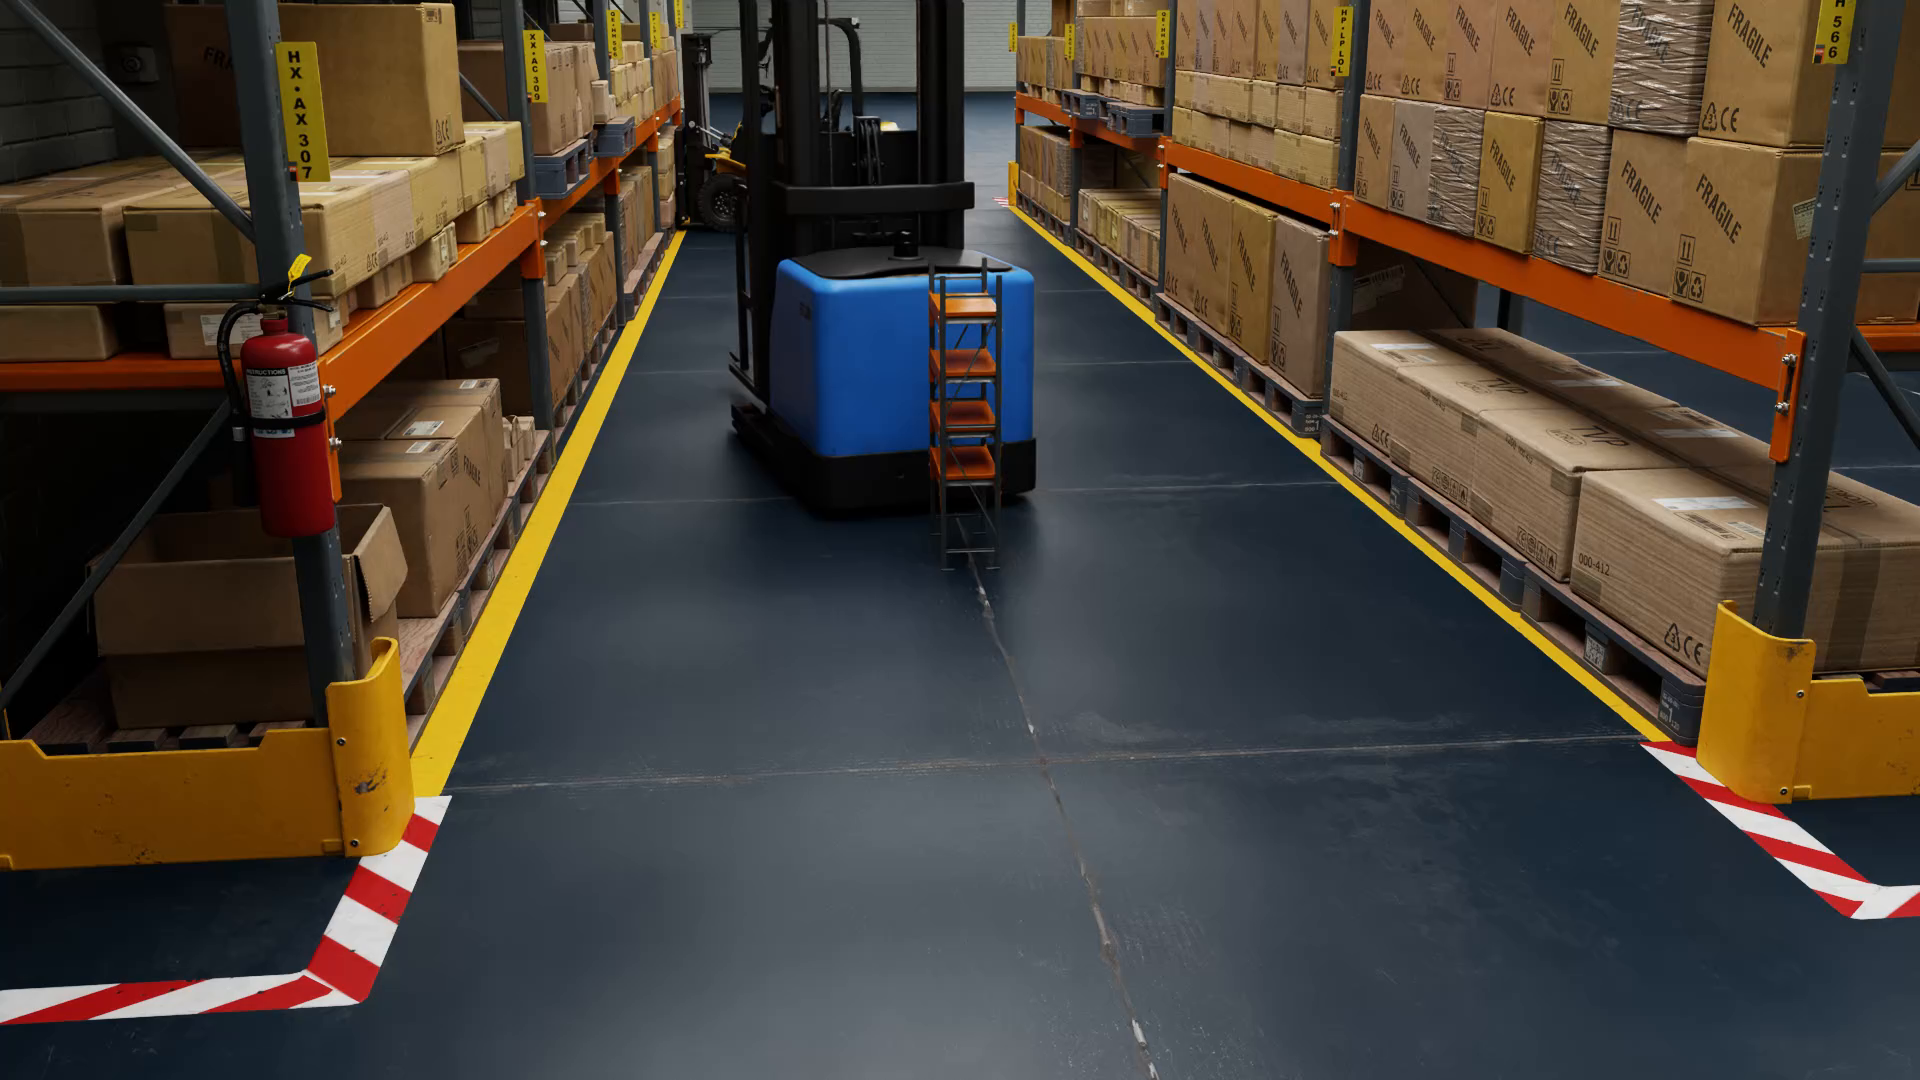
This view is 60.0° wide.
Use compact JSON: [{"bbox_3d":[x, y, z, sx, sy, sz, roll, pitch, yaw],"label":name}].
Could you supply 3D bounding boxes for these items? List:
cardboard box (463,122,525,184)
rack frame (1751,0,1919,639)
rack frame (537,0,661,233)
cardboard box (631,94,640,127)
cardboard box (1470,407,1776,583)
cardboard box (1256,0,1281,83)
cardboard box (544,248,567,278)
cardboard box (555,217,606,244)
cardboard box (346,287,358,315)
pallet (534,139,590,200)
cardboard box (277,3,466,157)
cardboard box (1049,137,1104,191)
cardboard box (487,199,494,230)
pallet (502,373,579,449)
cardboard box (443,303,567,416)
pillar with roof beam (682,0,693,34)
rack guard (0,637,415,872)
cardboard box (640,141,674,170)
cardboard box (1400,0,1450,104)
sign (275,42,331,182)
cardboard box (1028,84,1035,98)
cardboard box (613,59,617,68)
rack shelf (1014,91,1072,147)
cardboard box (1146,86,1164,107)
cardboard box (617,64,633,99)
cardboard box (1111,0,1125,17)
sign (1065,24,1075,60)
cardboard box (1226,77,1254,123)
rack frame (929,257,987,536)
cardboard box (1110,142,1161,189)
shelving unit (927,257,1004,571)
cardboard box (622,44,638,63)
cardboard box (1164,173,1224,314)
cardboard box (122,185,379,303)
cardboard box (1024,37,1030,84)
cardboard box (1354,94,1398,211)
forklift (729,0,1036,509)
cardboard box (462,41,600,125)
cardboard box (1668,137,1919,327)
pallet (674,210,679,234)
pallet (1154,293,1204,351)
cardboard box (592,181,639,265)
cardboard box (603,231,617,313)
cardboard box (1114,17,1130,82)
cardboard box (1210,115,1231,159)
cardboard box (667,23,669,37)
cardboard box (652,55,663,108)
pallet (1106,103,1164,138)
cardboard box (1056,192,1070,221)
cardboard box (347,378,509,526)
[{"bbox_3d":[-2.234,-1.711,7.374,0.500,0.250,0.500,-1,17,-4],"label":"cardboard box"},{"bbox_3d":[2.820,-0.748,4.552,1.000,3.000,0.127,-2,18,-6],"label":"rack frame"},{"bbox_3d":[-3.355,-4.169,15.448,1.000,3.000,0.127,-2,18,-6],"label":"rack frame"},{"bbox_3d":[-2.904,-3.503,13.578,0.500,0.250,0.500,-1,17,-4],"label":"cardboard box"},{"bbox_3d":[2.550,-0.192,6.357,0.875,0.438,0.875,-1,17,-4],"label":"cardboard box"},{"bbox_3d":[2.018,-2.895,9.556,0.500,0.500,0.500,-1,17,-4],"label":"cardboard box"},{"bbox_3d":[-2.499,-1.605,9.670,0.380,0.149,0.250,-1,17,-4],"label":"cardboard box"},{"bbox_3d":[-2.580,-2.075,11.166,0.380,0.149,0.250,-3,18,-9],"label":"cardboard box"},{"bbox_3d":[-2.012,-0.732,4.919,0.380,0.149,0.250,-2,18,-6],"label":"cardboard box"},{"bbox_3d":[-2.503,-1.935,8.654,1.003,0.211,1.213,-2,18,-6],"label":"pallet"},{"bbox_3d":[-2.051,-1.612,5.806,0.500,0.500,0.500,-1,17,-4],"label":"cardboard box"},{"bbox_3d":[1.200,-3.889,17.194,0.500,0.500,0.500,-1,17,-5],"label":"cardboard box"},{"bbox_3d":[-2.146,-1.346,6.875,0.380,0.149,0.250,-1,17,-4],"label":"cardboard box"},{"bbox_3d":[-2.651,-0.696,9.042,1.003,0.211,1.213,-2,18,-6],"label":"pallet"},{"bbox_3d":[-2.356,-0.944,8.649,0.500,0.500,0.500,-1,17,-3],"label":"cardboard box"},{"bbox_3d":[-3.404,-17.058,46.489,9.100,9.000,0.400,-2,18,-6],"label":"pillar with roof beam"},{"bbox_3d":[-2.125,0.576,4.506,1.175,0.500,0.348,-2,18,-6],"label":"rack guard"},{"bbox_3d":[-3.135,-3.841,16.623,0.500,0.250,0.500,-2,18,-6],"label":"cardboard box"},{"bbox_3d":[2.261,-2.164,7.227,0.500,0.500,0.500,-2,18,-6],"label":"cardboard box"},{"bbox_3d":[-1.577,-1.023,3.984,0.100,0.325,0.005,-2,18,-6],"label":"sign"},{"bbox_3d":[0.966,-5.054,18.687,0.380,0.149,0.250,-2,17,-5],"label":"cardboard box"},{"bbox_3d":[-2.711,-3.518,12.124,0.380,0.149,0.250,-1,17,-4],"label":"cardboard box"},{"bbox_3d":[1.376,-4.576,17.946,1.077,0.370,4.000,-2,18,-6],"label":"rack shelf"},{"bbox_3d":[1.627,-3.380,12.654,0.380,0.149,0.250,-2,17,-5],"label":"cardboard box"},{"bbox_3d":[-2.831,-3.589,13.018,0.500,0.250,0.500,-2,18,-7],"label":"cardboard box"},{"bbox_3d":[1.493,-4.551,14.218,0.380,0.149,0.250,-1,17,-3],"label":"cardboard box"},{"bbox_3d":[1.043,-4.717,15.749,0.100,0.325,0.005,-2,18,-6],"label":"sign"},{"bbox_3d":[1.932,-2.685,10.139,0.500,0.250,0.500,-1,17,-5],"label":"cardboard box"},{"bbox_3d":[-0.008,-0.596,7.072,0.240,1.200,0.015,-2,18,-6],"label":"rack frame"},{"bbox_3d":[1.790,-3.754,16.763,0.500,0.500,0.500,-1,17,-3],"label":"cardboard box"},{"bbox_3d":[0.017,-0.523,6.840,0.258,1.200,0.503,-2,18,-6],"label":"shelving unit"},{"bbox_3d":[-2.833,-3.975,13.580,0.380,0.149,0.250,-2,18,-7],"label":"cardboard box"},{"bbox_3d":[1.983,-2.110,11.735,0.875,0.875,0.875,-2,18,-6],"label":"cardboard box"},{"bbox_3d":[-1.896,-0.807,4.495,0.500,0.250,0.500,-2,18,-5],"label":"cardboard box"},{"bbox_3d":[0.999,-5.401,18.708,0.500,0.500,0.500,-1,17,-4],"label":"cardboard box"},{"bbox_3d":[2.195,-1.840,7.862,0.500,0.500,0.500,-1,17,-4],"label":"cardboard box"},{"bbox_3d":[-0.596,-1.938,8.456,1.130,2.935,3.031,-6,18,-17],"label":"forklift"},{"bbox_3d":[-2.590,-2.746,10.043,0.797,0.503,0.637,-2,18,-7],"label":"cardboard box"},{"bbox_3d":[2.507,-0.931,4.969,0.500,0.500,0.500,-2,18,-5],"label":"cardboard box"},{"bbox_3d":[-3.524,-3.441,17.785,1.003,0.211,1.213,-2,18,-6],"label":"pallet"},{"bbox_3d":[2.001,-1.564,11.806,1.003,0.211,1.213,-2,18,-6],"label":"pallet"},{"bbox_3d":[-3.138,-2.626,13.796,0.875,0.625,0.625,-3,18,-8],"label":"cardboard box"},{"bbox_3d":[-2.685,-1.865,11.583,0.500,0.500,0.500,-1,17,-4],"label":"cardboard box"},{"bbox_3d":[1.554,-3.952,13.394,0.500,0.500,0.500,-3,18,-9],"label":"cardboard box"},{"bbox_3d":[1.914,-2.597,10.693,0.500,0.250,0.500,-1,17,-4],"label":"cardboard box"},{"bbox_3d":[-3.321,-5.459,17.811,0.380,0.149,0.250,-1,17,-4],"label":"cardboard box"},{"bbox_3d":[-3.211,-4.511,16.372,0.500,0.500,0.500,-1,17,-5],"label":"cardboard box"},{"bbox_3d":[1.815,-3.249,12.838,1.213,0.211,1.003,-2,18,-6],"label":"pallet"},{"bbox_3d":[1.254,-3.380,16.823,0.500,0.250,0.500,-1,17,-3],"label":"cardboard box"},{"bbox_3d":[-2.242,-0.352,6.761,0.700,0.500,0.500,-2,18,-8],"label":"cardboard box"}]
